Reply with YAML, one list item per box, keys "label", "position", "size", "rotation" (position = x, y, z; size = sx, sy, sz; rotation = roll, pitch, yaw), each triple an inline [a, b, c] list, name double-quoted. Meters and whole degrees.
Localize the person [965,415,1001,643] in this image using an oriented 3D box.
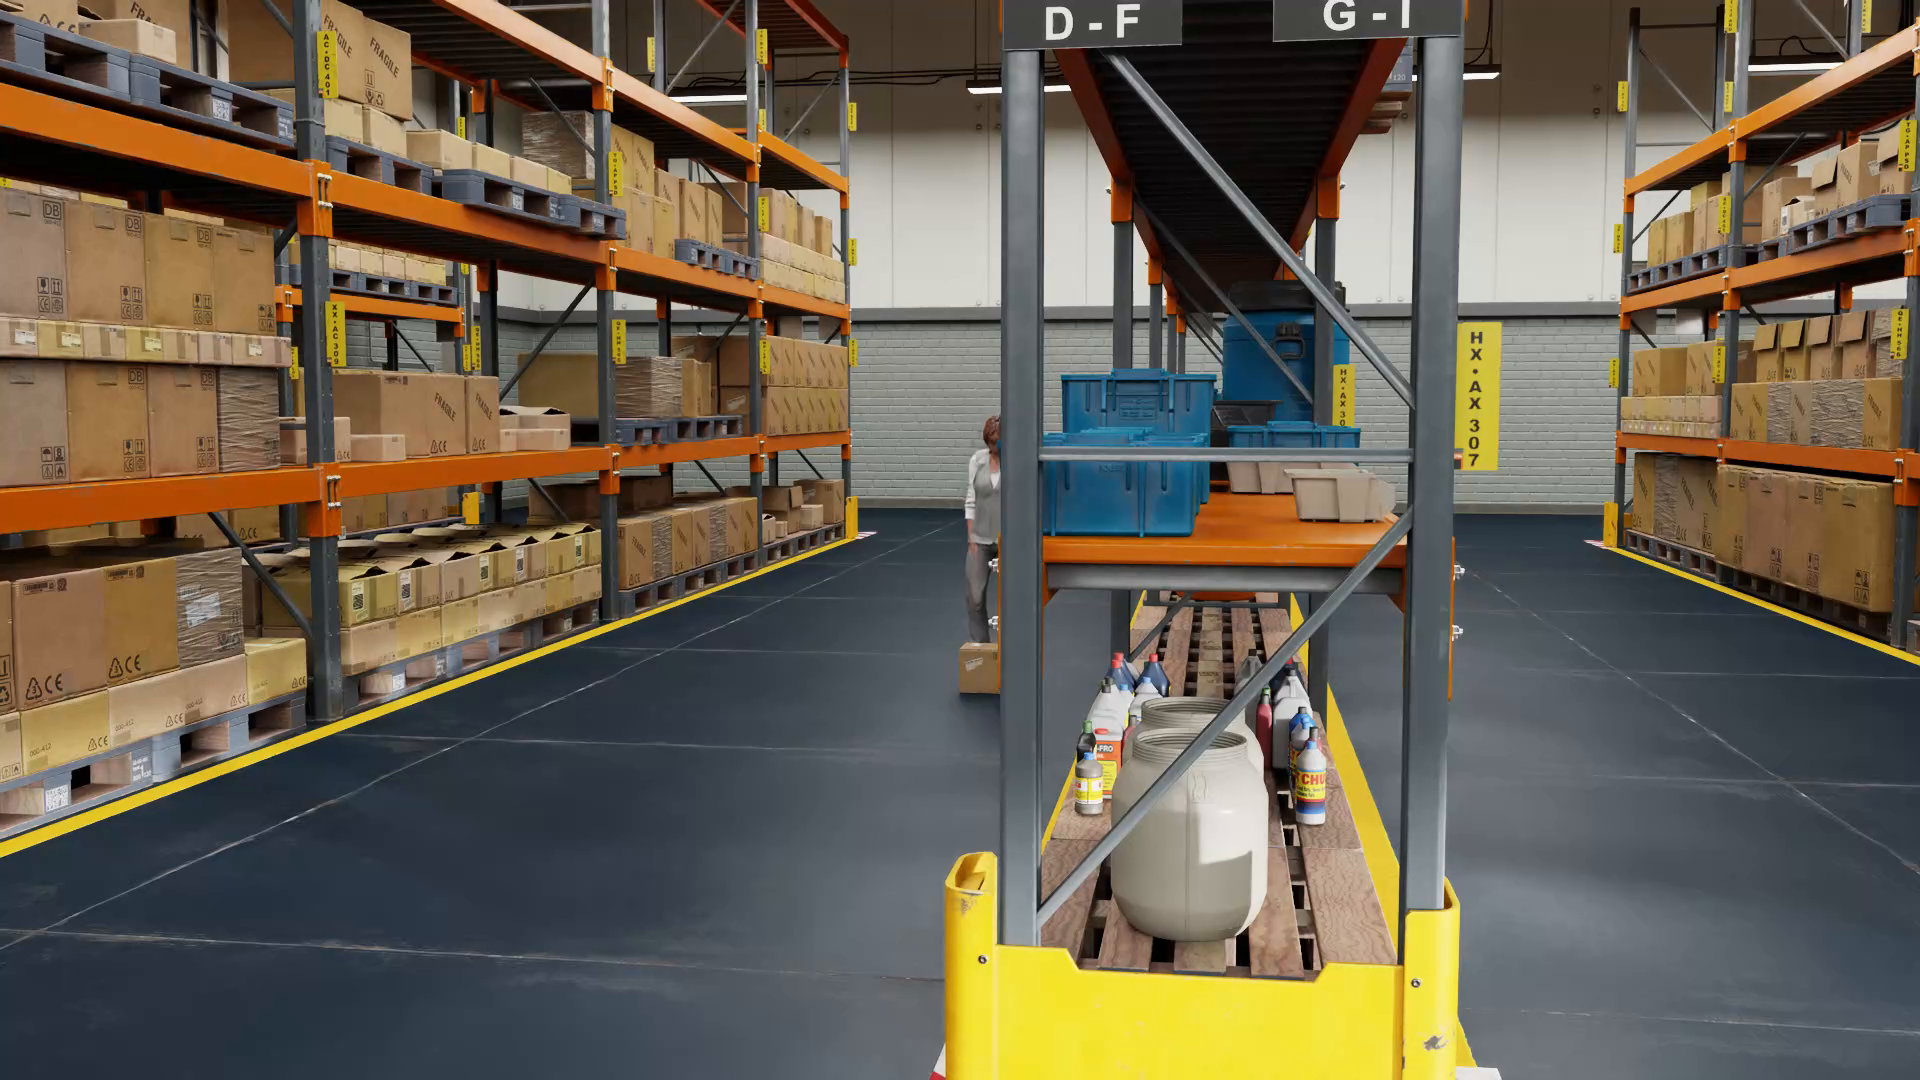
- label: "person"
  position: [0.239, 0.052, 9.845]
  size: [0.423, 1.551, 0.368]
  rotation: [1, 5, 10]
